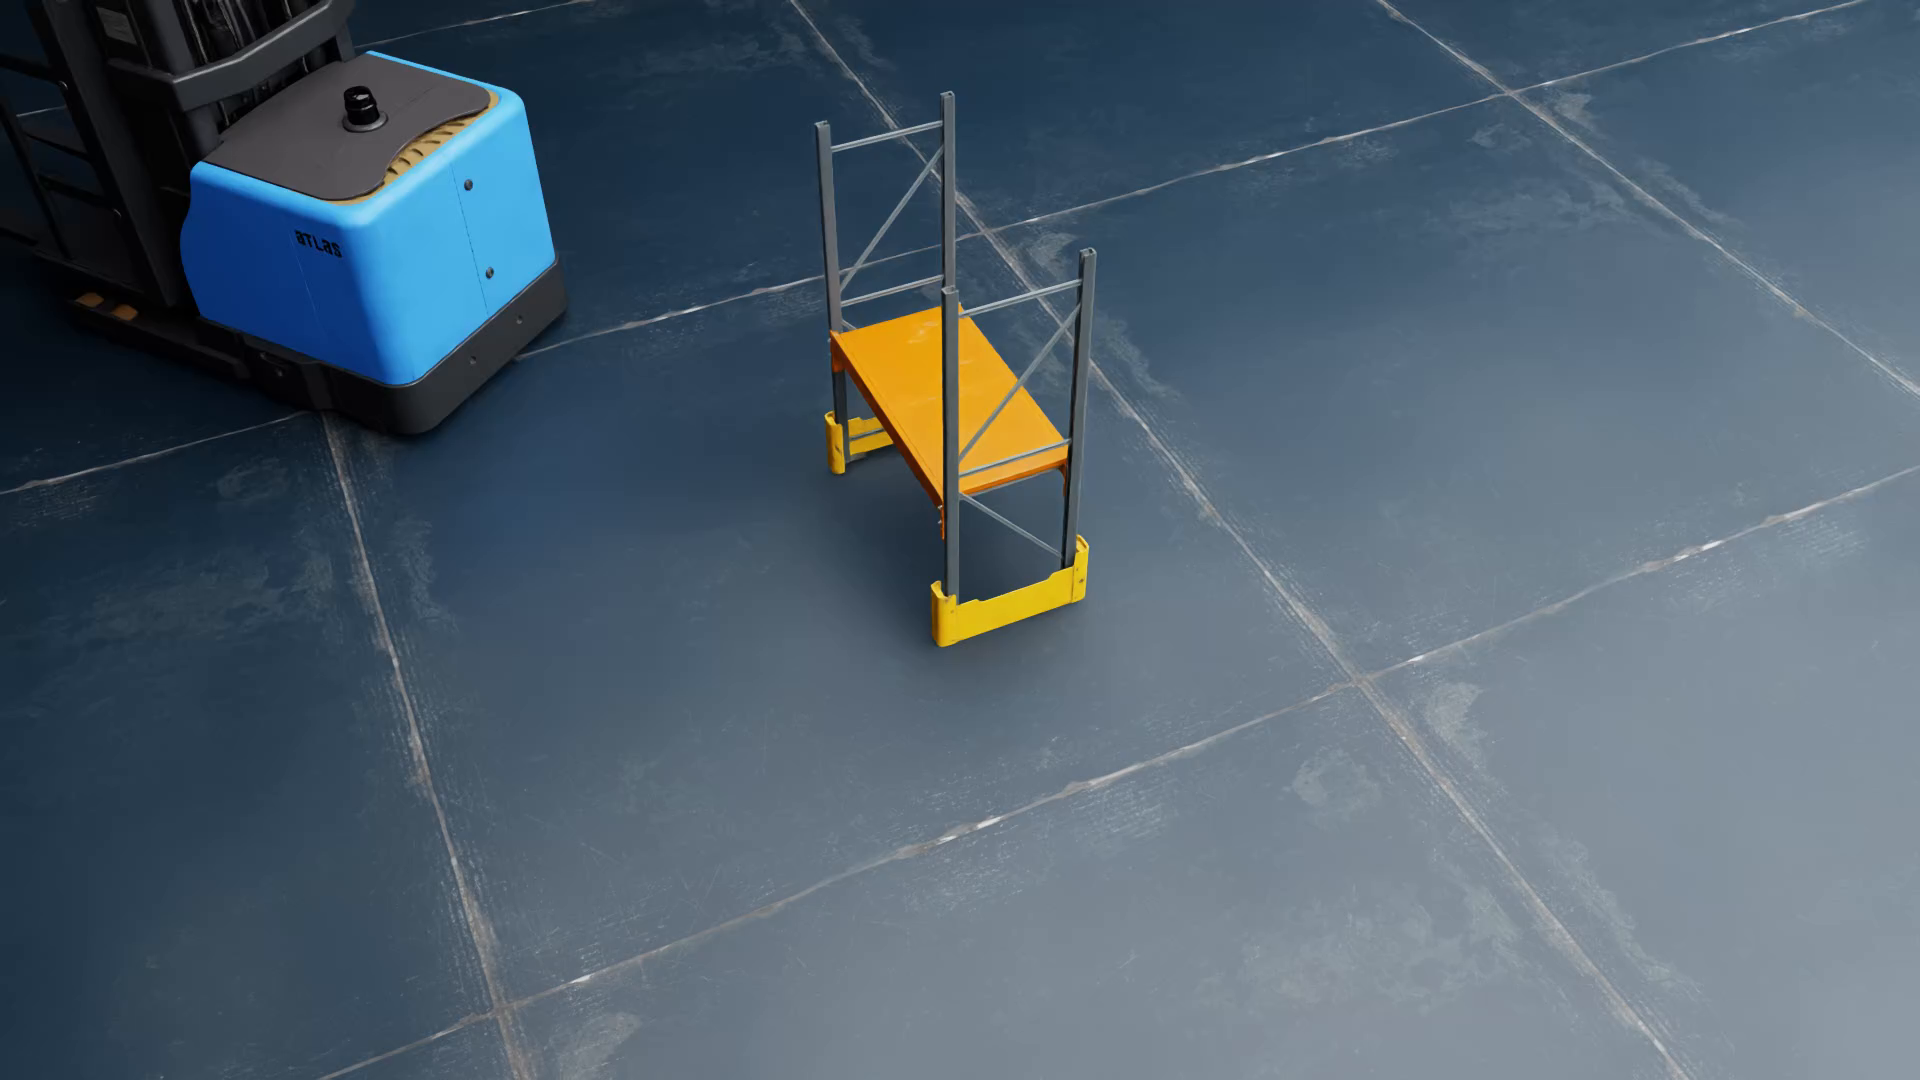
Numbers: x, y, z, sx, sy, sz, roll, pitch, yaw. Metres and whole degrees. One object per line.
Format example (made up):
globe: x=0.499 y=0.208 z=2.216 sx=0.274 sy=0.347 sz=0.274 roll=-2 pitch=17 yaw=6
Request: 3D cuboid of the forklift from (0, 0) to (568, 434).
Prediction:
forklift: x=-3.243 y=-2.190 z=6.382 sx=3.031 sy=2.935 sz=1.130 roll=19 pitch=48 yaw=19

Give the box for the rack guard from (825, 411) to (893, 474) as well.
rack guard: x=-0.241 y=-0.455 z=6.533 sx=0.587 sy=0.250 sz=0.087 roll=-18 pitch=47 yaw=-17

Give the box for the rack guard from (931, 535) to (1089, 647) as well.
rack guard: x=0.177 y=0.180 z=5.890 sx=0.587 sy=0.250 sz=0.087 roll=-18 pitch=47 yaw=-17

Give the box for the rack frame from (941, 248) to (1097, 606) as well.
rack frame: x=0.178 y=-0.264 z=5.450 sx=0.500 sy=1.500 sz=0.032 roll=-18 pitch=47 yaw=-17

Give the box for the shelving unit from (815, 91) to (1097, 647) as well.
shelving unit: x=-0.032 y=-0.582 z=5.772 sx=0.587 sy=1.500 sz=1.083 roll=-18 pitch=47 yaw=-17

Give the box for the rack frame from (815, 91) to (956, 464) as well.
rack frame: x=-0.250 y=-0.912 z=6.107 sx=0.500 sy=1.500 sz=0.032 roll=-18 pitch=47 yaw=-17

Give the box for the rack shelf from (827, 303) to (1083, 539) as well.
rack shelf: x=-0.036 y=-0.460 z=5.905 sx=0.538 sy=0.185 sz=1.000 roll=-18 pitch=47 yaw=-17
